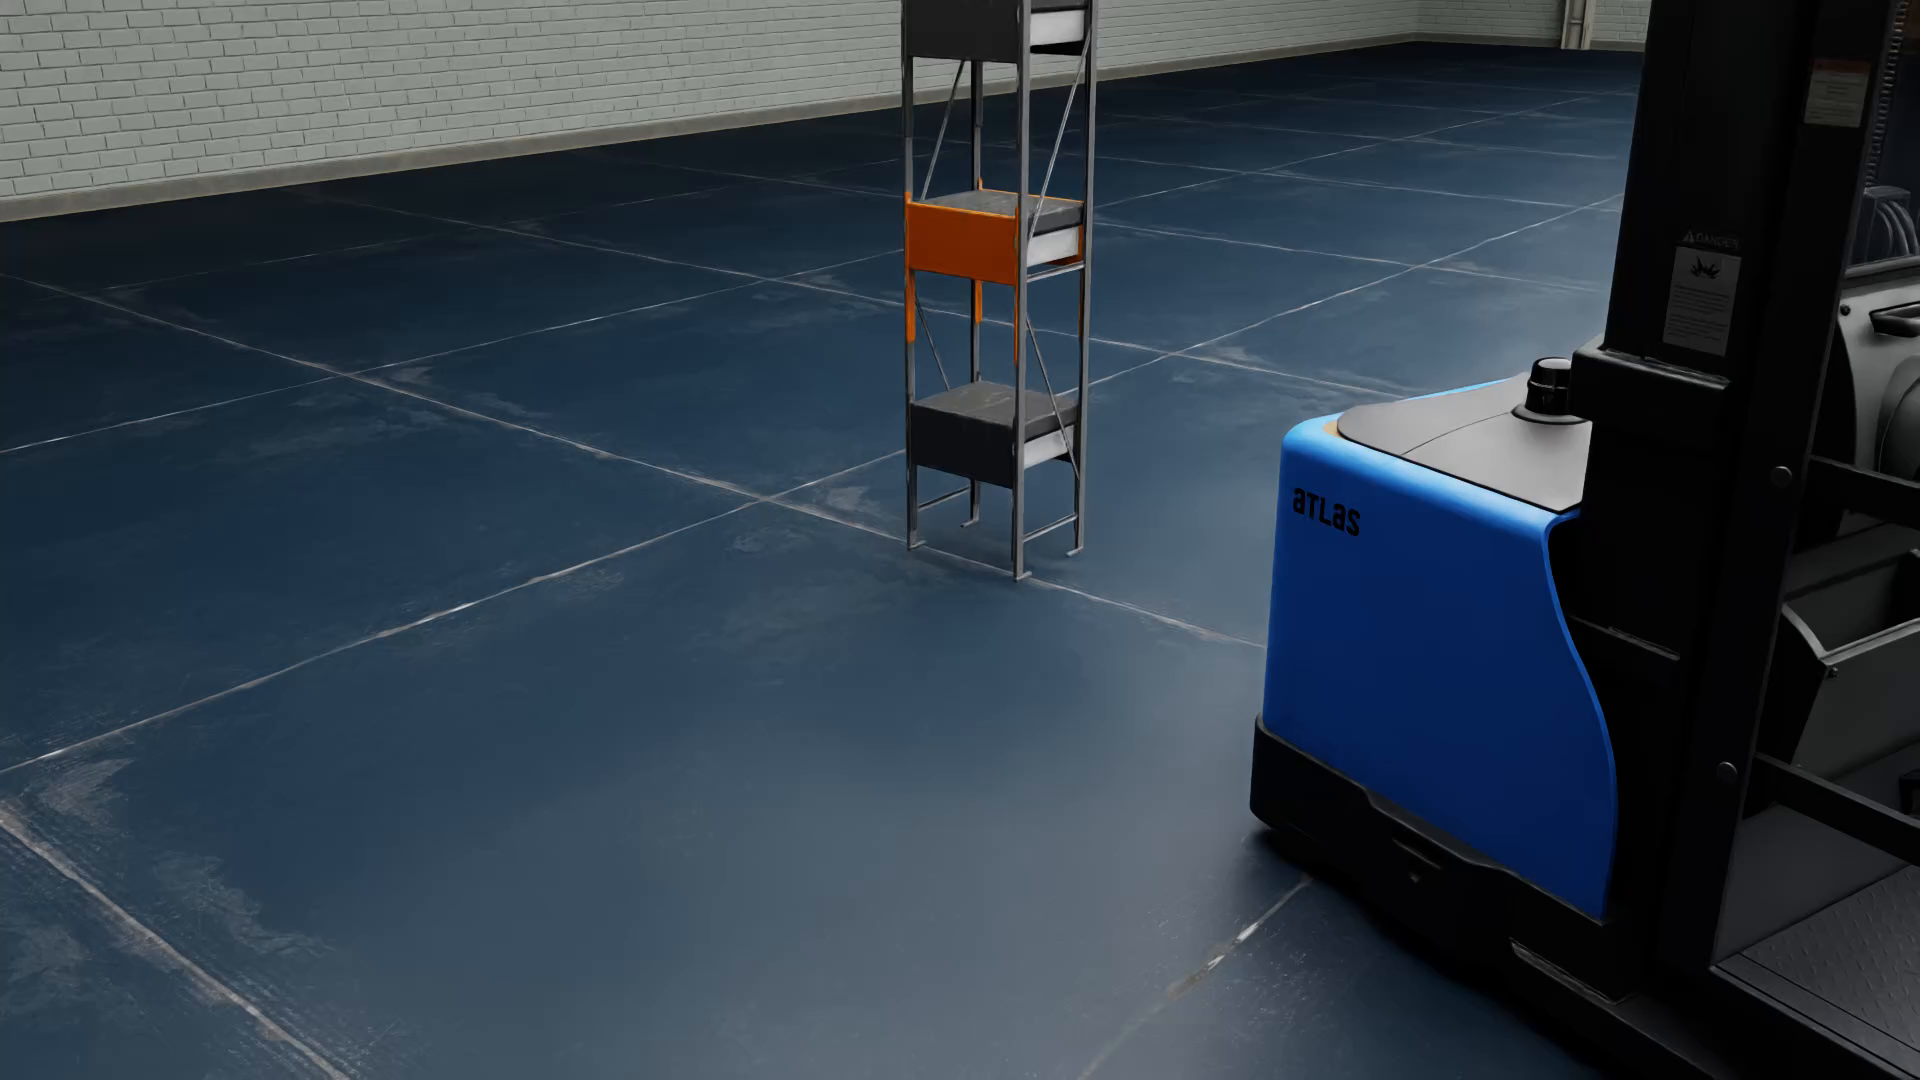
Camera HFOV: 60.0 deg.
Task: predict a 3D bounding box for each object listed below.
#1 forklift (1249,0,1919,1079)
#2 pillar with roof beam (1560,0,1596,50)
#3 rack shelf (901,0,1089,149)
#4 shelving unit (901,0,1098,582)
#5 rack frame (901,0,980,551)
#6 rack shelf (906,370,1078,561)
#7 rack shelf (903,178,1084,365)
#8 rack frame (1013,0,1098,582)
[{"bbox_3d":[1.940,-0.289,2.780,1.130,2.935,3.031,-13,24,-30],"label":"forklift"},{"bbox_3d":[7.781,-11.417,23.691,0.400,9.000,9.100,16,26,36],"label":"pillar with roof beam"},{"bbox_3d":[0.128,-1.588,5.458,0.480,0.518,0.431,16,26,36],"label":"rack shelf"},{"bbox_3d":[0.128,-0.946,5.700,0.503,2.100,0.431,16,26,36],"label":"shelving unit"},{"bbox_3d":[-0.061,-1.000,5.844,0.015,2.100,0.400,16,26,36],"label":"rack frame"},{"bbox_3d":[0.128,-0.278,5.952,0.480,0.518,0.431,16,26,36],"label":"rack shelf"},{"bbox_3d":[0.128,-0.933,5.705,0.480,0.518,0.431,16,26,36],"label":"rack shelf"},{"bbox_3d":[0.317,-0.891,5.555,0.015,2.100,0.400,16,26,36],"label":"rack frame"}]
